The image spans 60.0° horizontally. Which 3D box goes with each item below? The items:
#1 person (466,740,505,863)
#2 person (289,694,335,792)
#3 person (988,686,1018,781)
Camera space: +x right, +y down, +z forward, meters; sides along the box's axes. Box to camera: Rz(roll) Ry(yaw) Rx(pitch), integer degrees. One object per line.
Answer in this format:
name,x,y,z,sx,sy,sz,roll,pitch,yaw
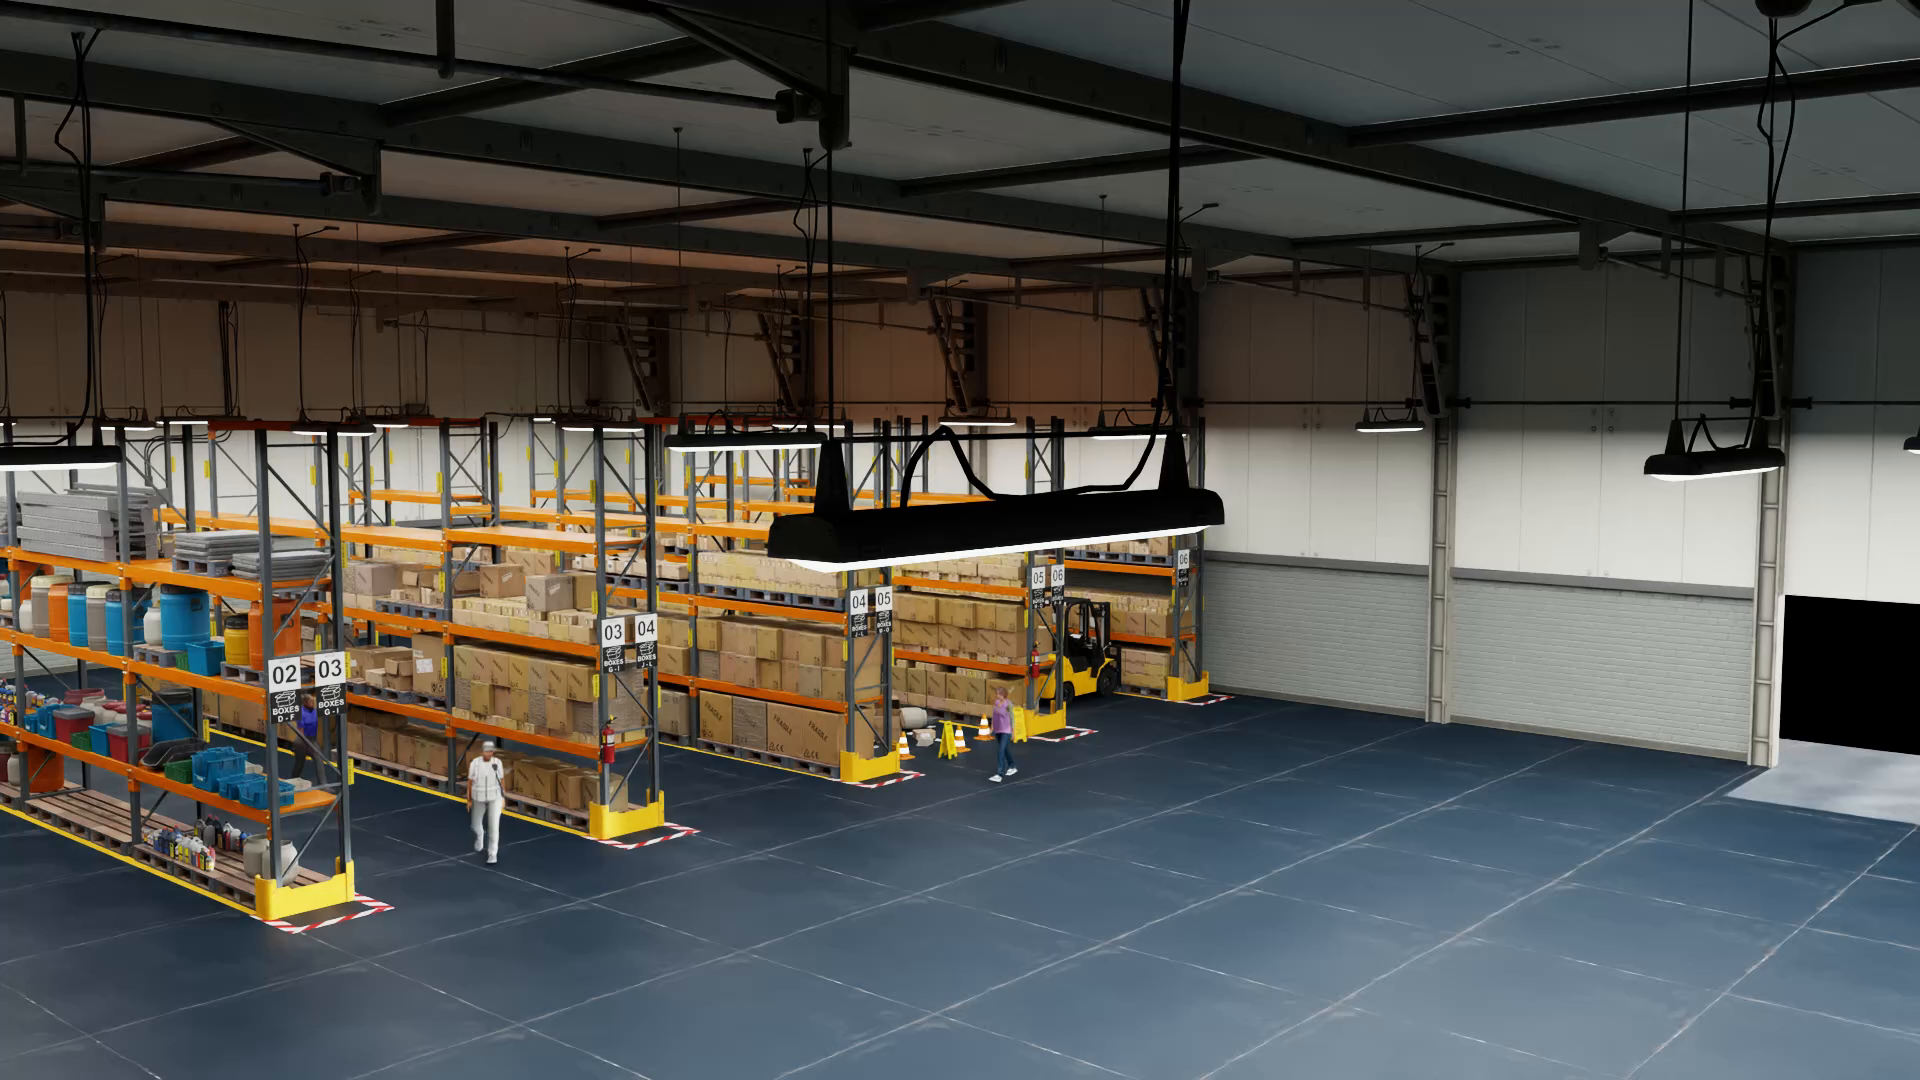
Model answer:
person,-6.571,3.585,23.033,0.514,1.636,0.811,-1,5,-14
person,-10.510,3.280,26.925,0.981,1.596,0.452,3,5,28
person,0.719,3.229,27.906,0.789,1.570,0.420,-4,6,-38
